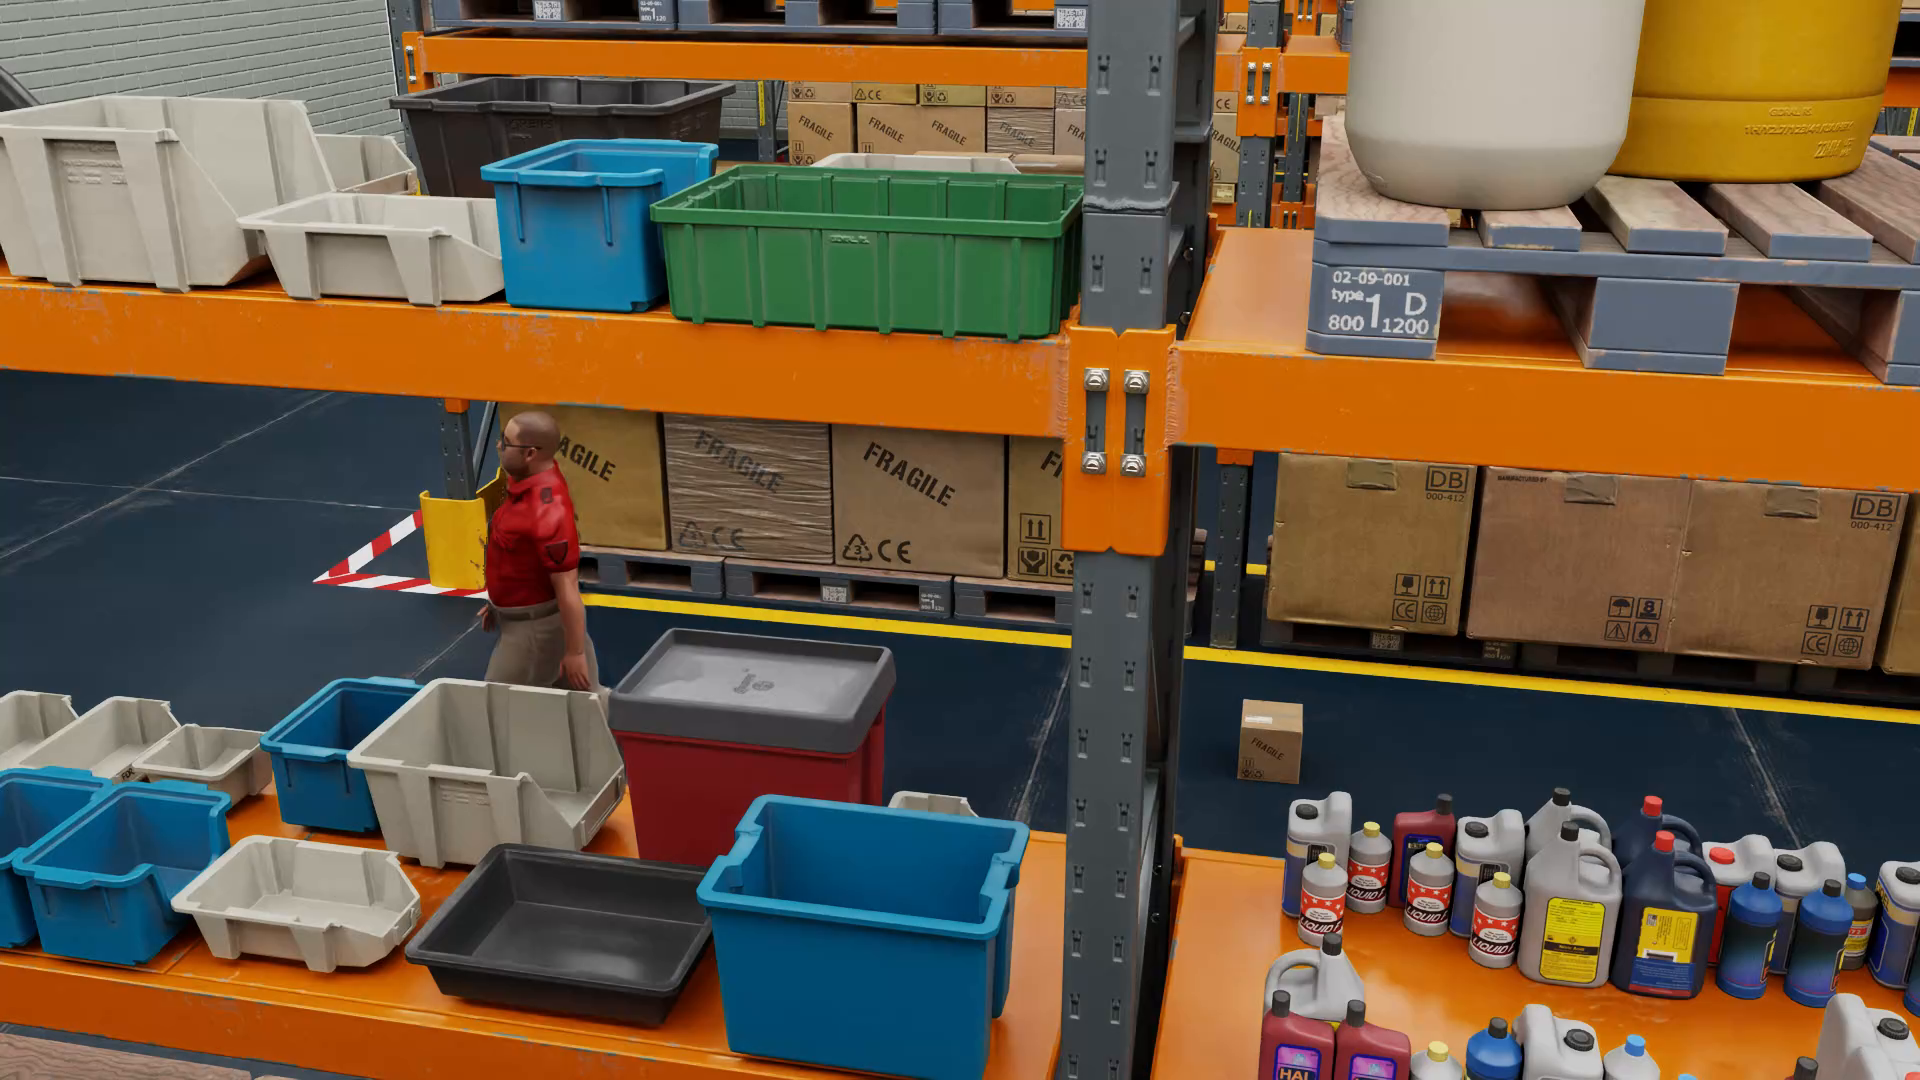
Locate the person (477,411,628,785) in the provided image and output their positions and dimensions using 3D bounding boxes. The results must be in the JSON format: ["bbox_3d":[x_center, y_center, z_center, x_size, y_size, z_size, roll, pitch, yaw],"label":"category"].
[{"bbox_3d":[-1.622,0.311,6.316,1.035,1.673,0.561,-4,22,-11],"label":"person"}]
